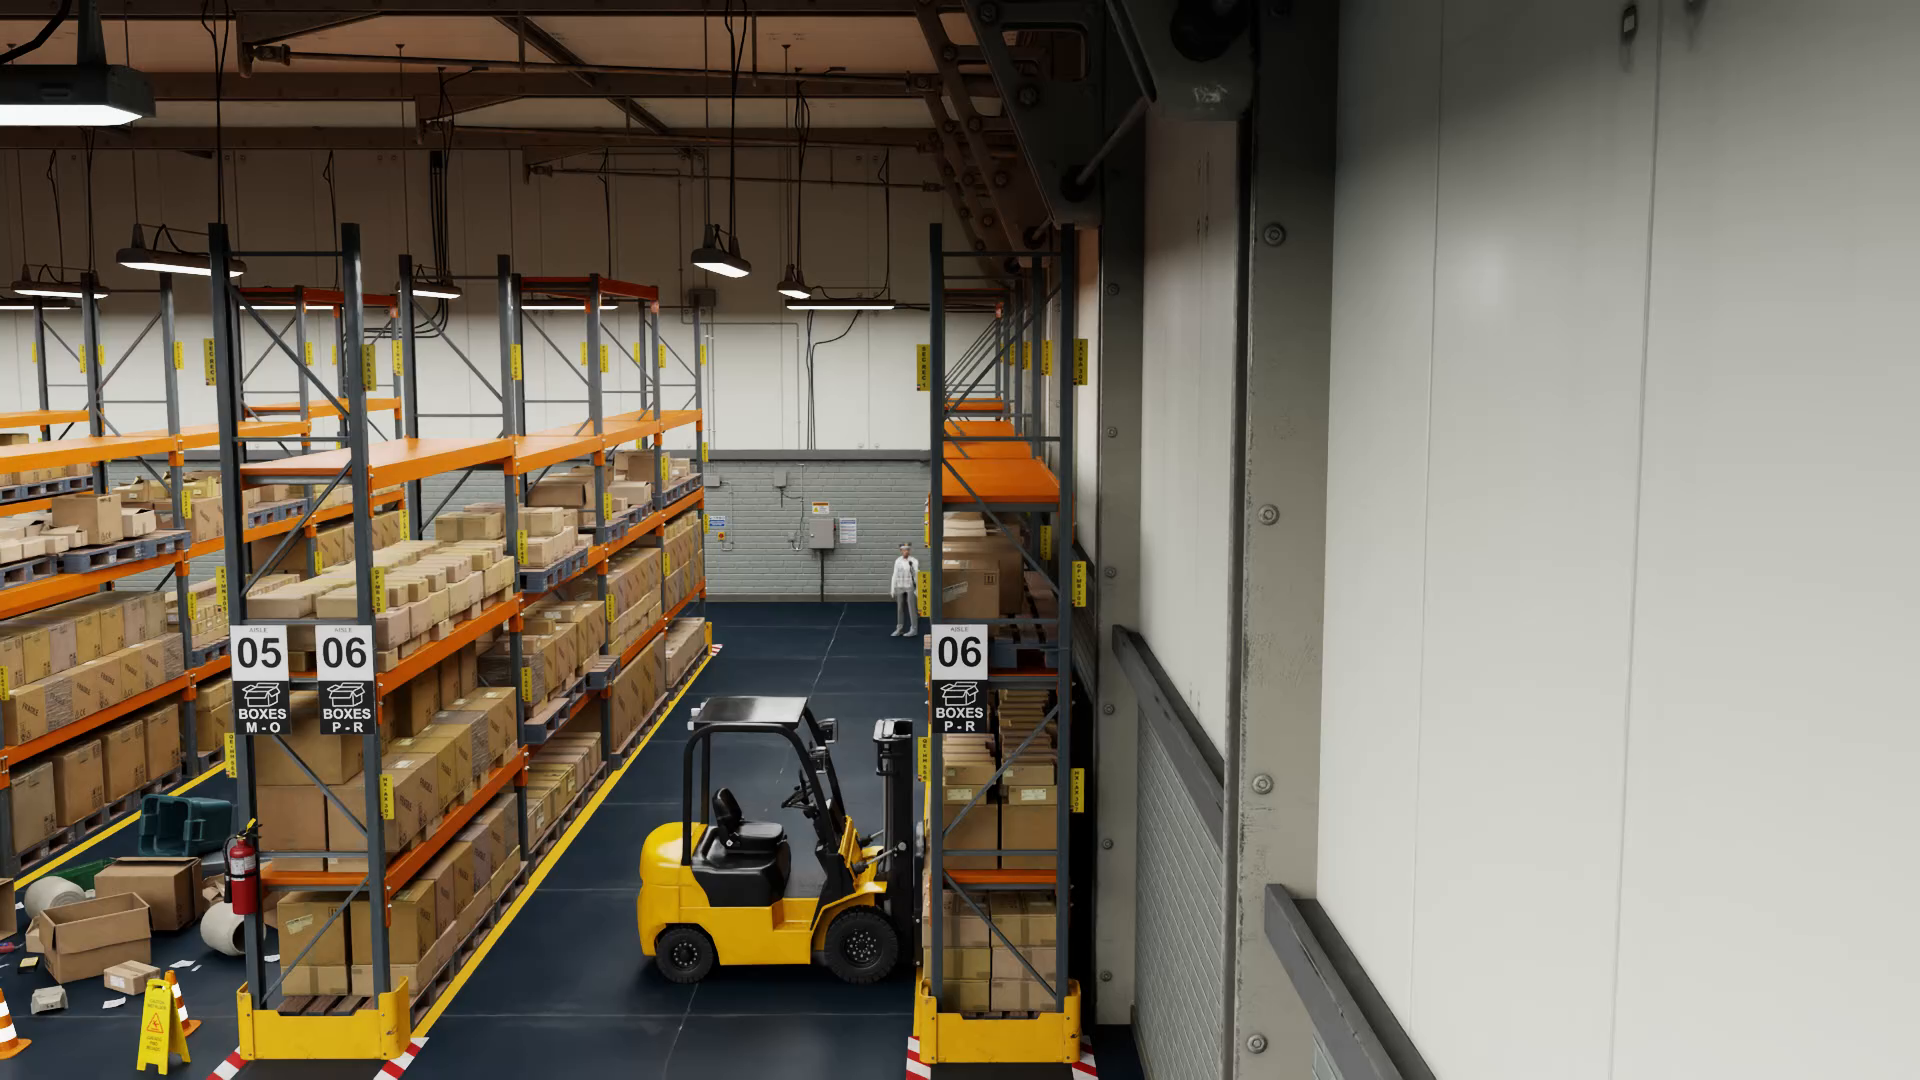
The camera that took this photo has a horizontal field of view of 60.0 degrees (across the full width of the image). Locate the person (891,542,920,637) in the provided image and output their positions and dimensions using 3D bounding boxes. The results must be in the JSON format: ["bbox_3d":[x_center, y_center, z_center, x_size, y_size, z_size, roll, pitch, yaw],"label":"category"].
[{"bbox_3d":[-0.962,0.874,29.646,0.516,1.704,0.354,4,8,30],"label":"person"}]
